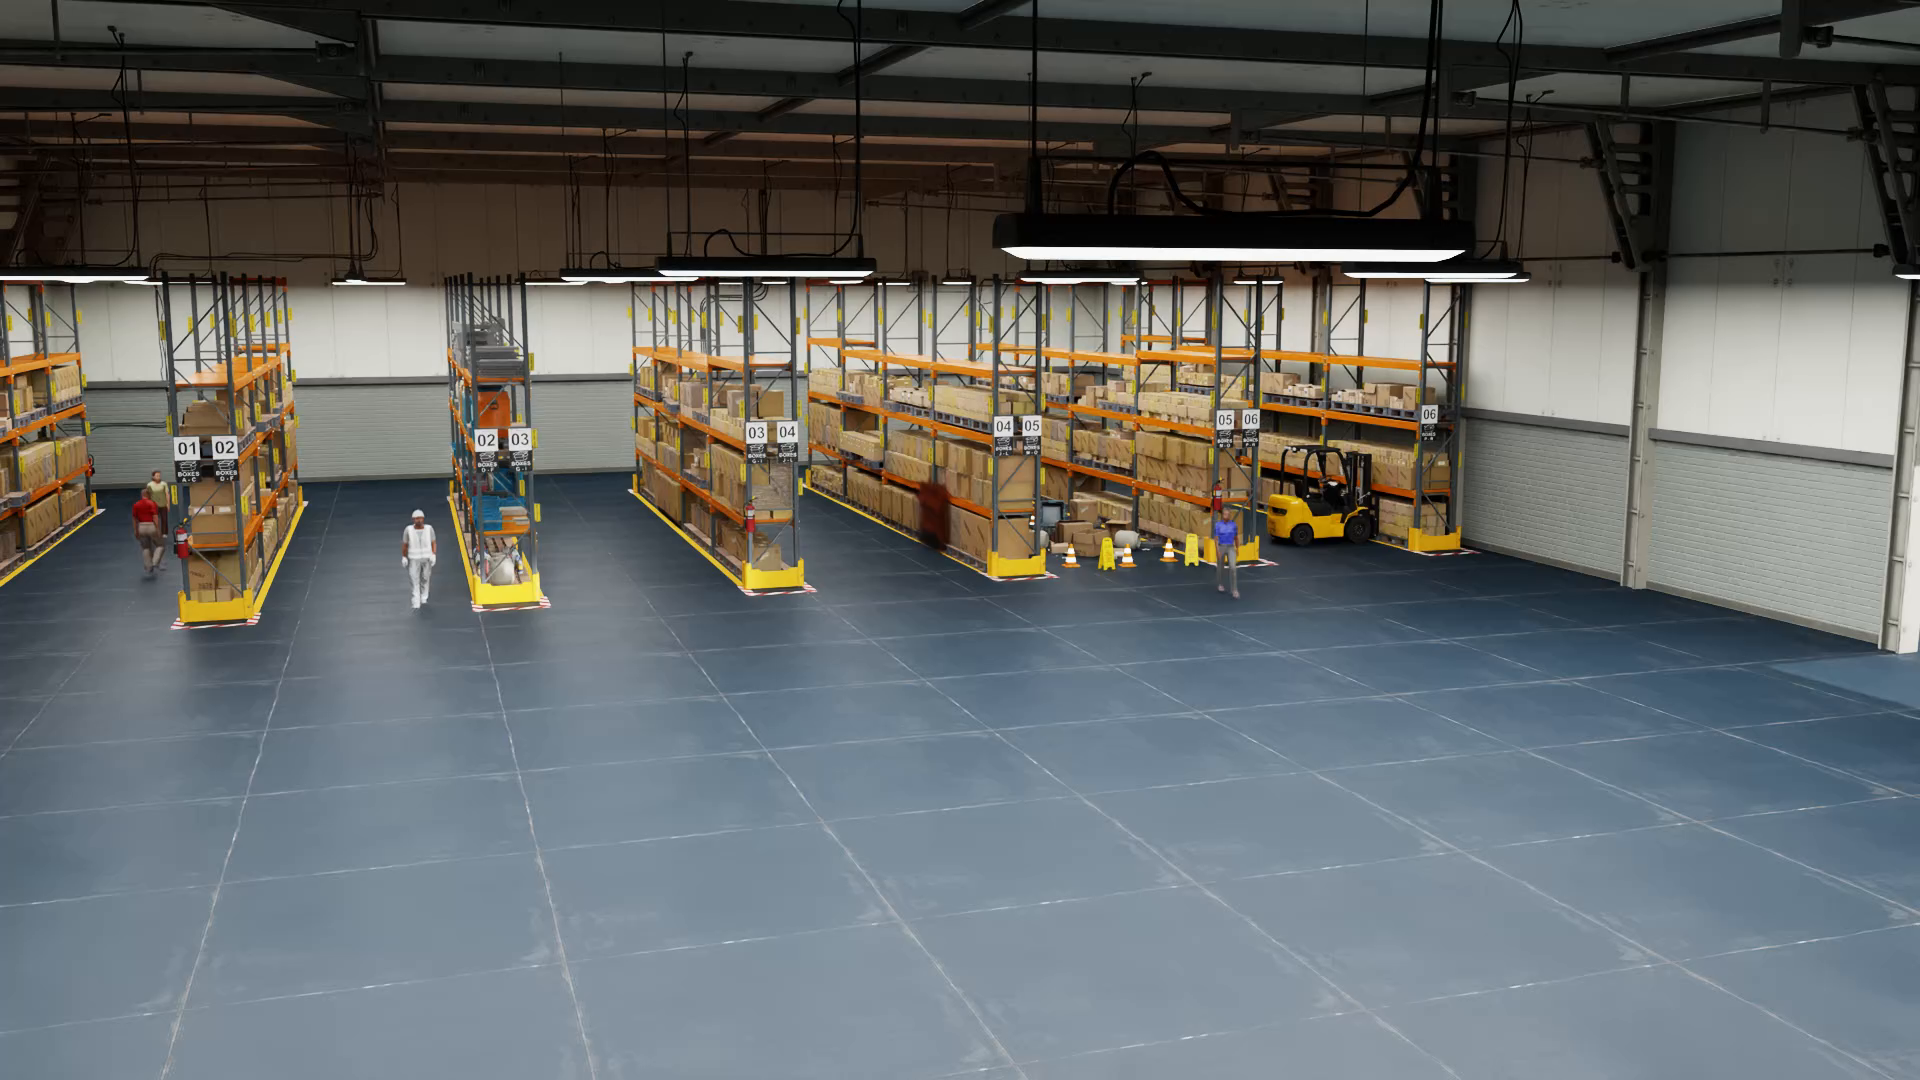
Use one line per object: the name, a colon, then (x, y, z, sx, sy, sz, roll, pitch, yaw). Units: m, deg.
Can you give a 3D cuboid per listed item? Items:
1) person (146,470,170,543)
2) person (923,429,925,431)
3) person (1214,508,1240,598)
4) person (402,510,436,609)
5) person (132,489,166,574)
person: (-18.224, -0.784, 37.745, 0.536, 1.598, 1.068, -4, 9, -23)
person: (-1.029, -2.231, 46.912, 0.486, 1.791, 0.595, 6, 11, 36)
person: (5.016, 0.206, 31.223, 0.490, 1.626, 0.867, 1, 9, 6)
person: (-9.707, 0.333, 29.949, 0.581, 1.736, 0.963, -5, 10, -29)
person: (-16.334, -0.171, 33.463, 0.607, 1.706, 0.532, -2, 9, -12)
